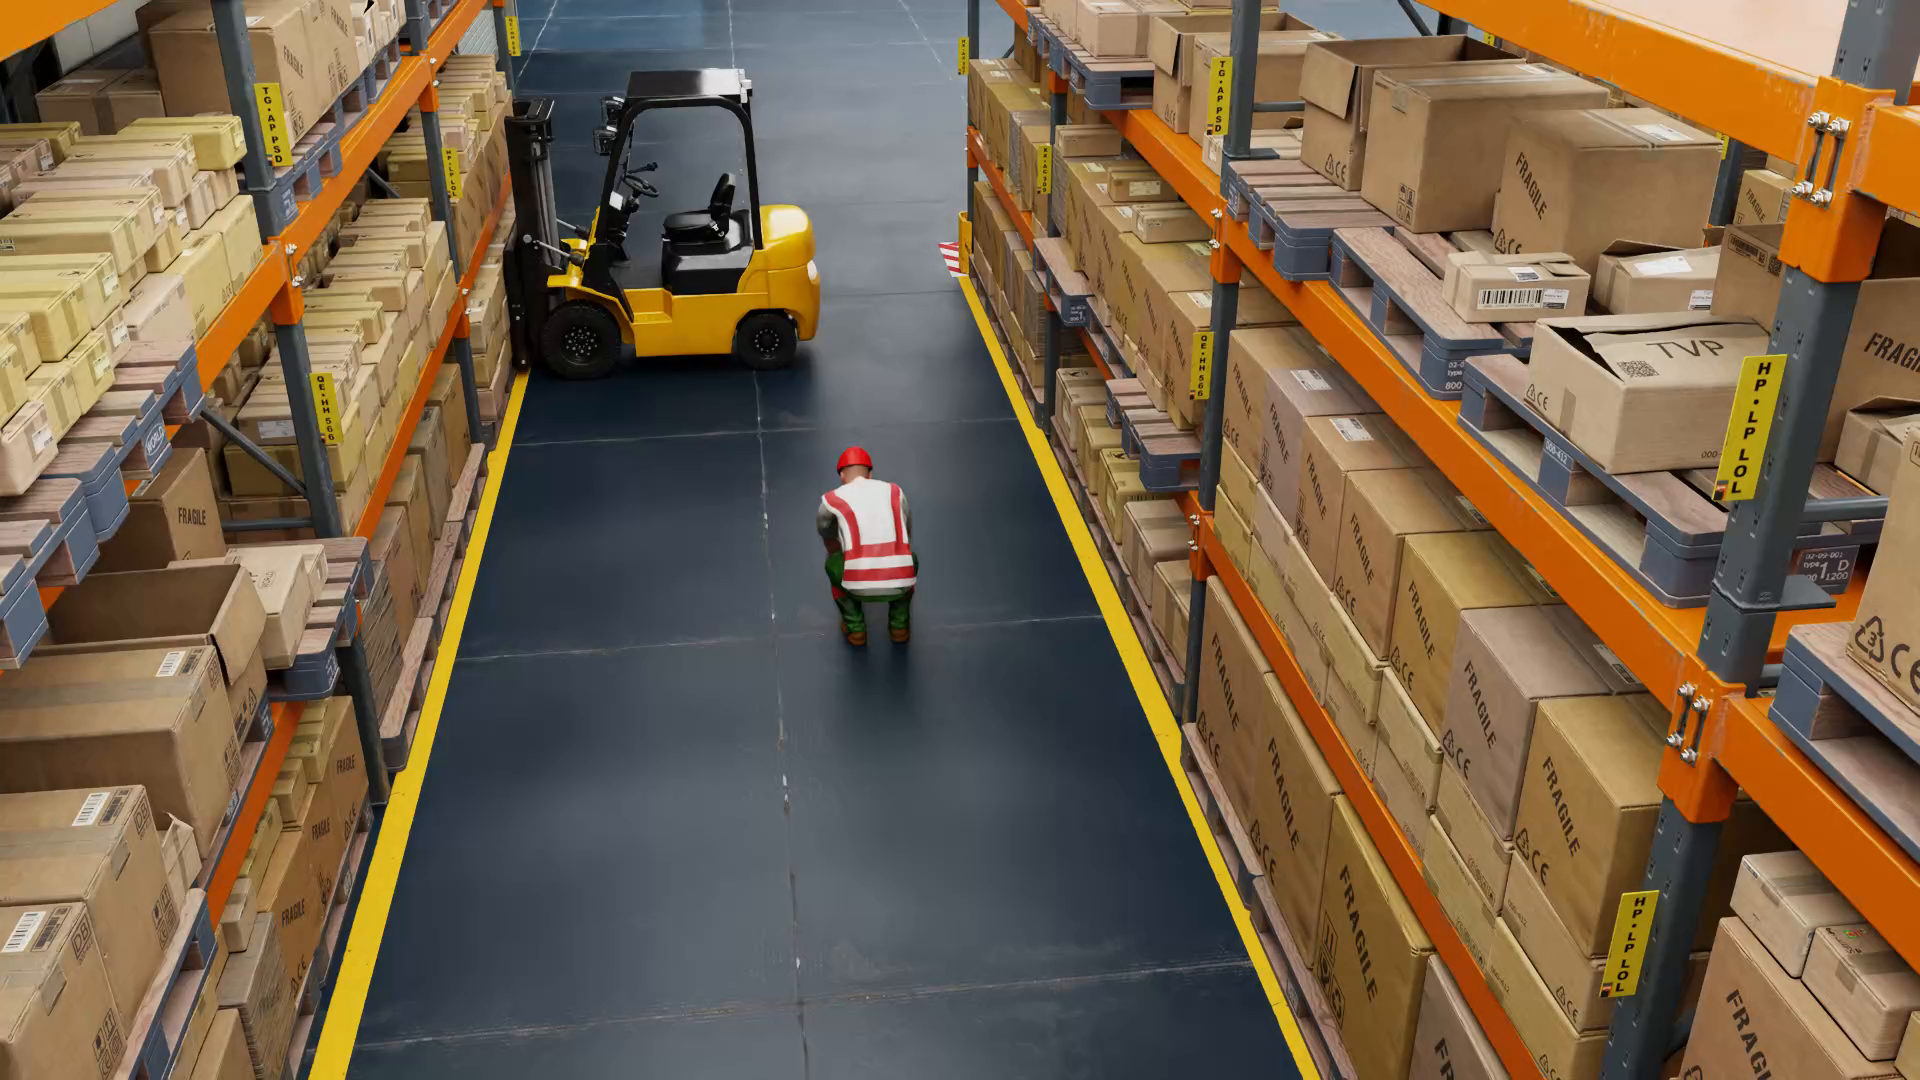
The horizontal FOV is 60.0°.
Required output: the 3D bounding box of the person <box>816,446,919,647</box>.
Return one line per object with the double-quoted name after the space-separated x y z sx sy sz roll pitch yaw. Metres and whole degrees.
-0.520 0.034 9.414 0.570 0.990 0.884 -4 27 -7 "person"
